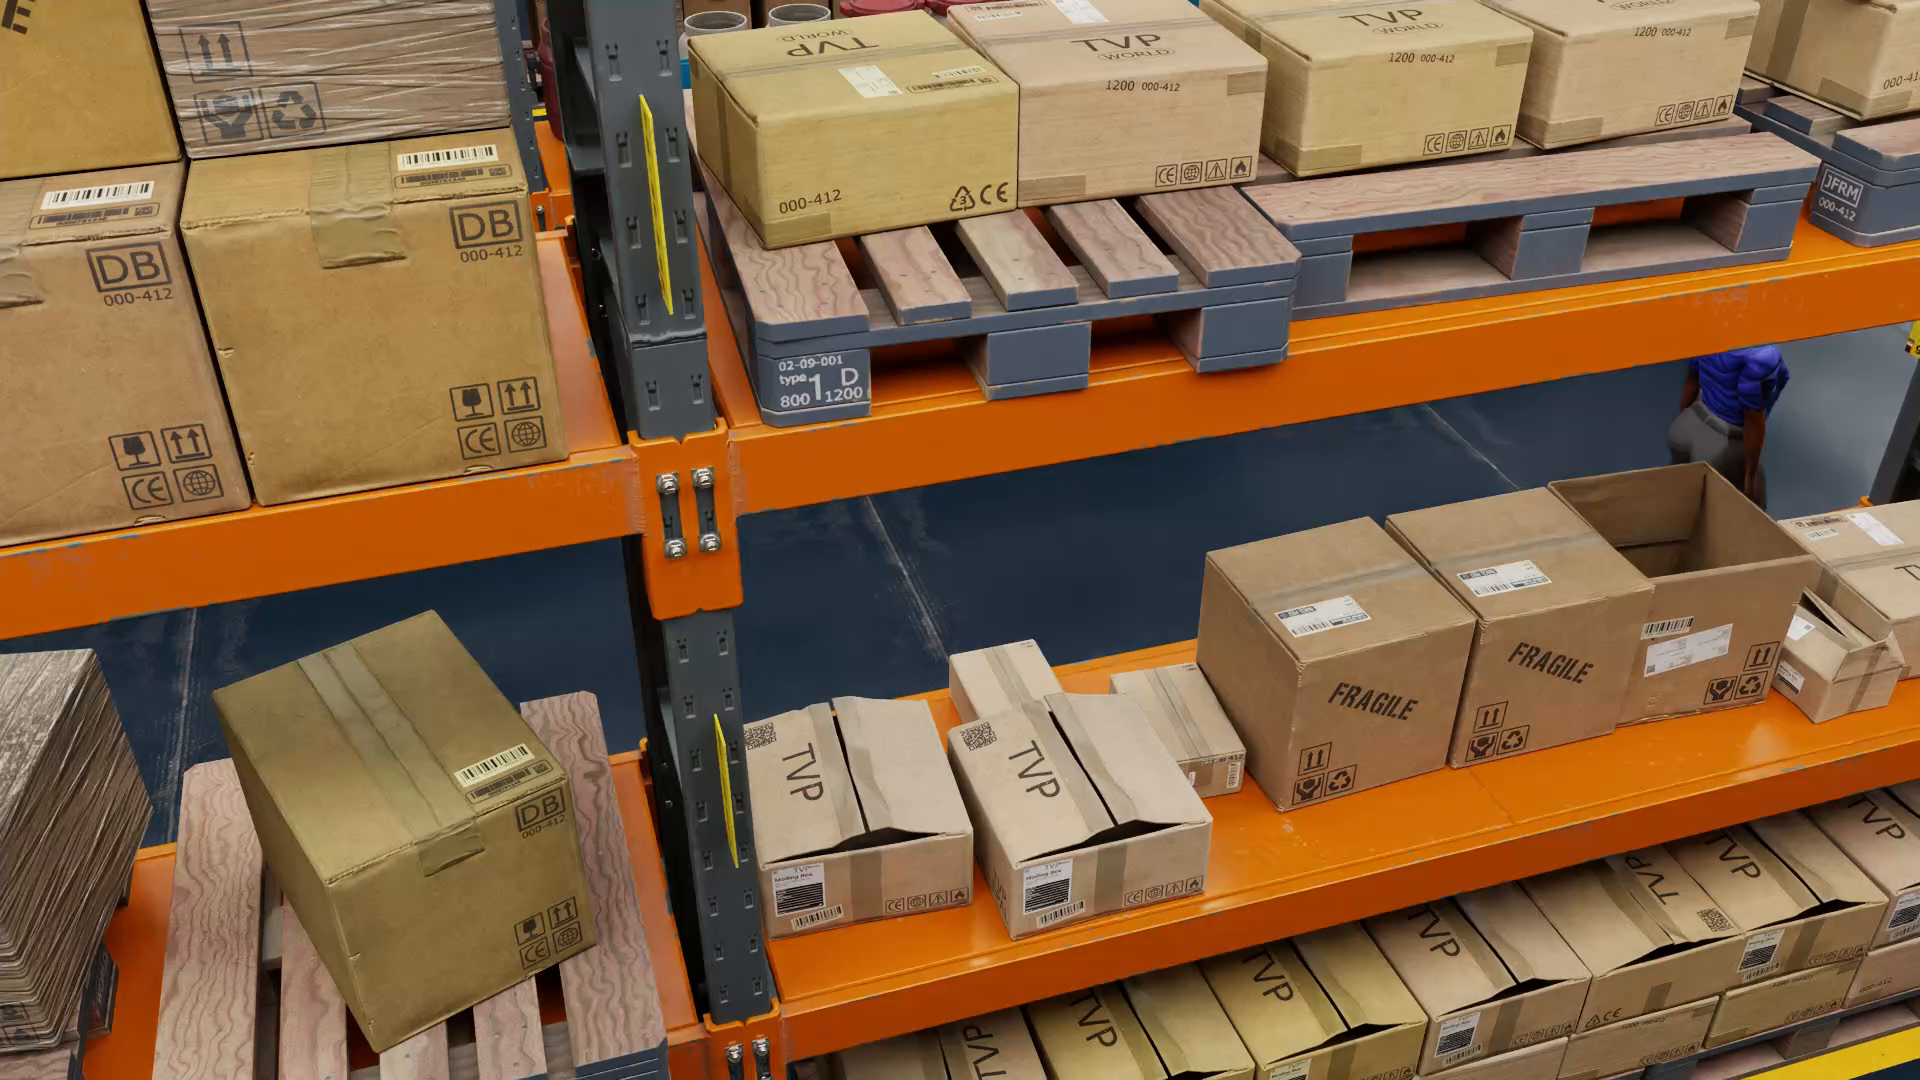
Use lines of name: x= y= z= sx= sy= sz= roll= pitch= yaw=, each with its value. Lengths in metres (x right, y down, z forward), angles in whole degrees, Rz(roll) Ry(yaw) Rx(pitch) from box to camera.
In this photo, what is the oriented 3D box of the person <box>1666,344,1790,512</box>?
person: x=2.992 y=-0.354 z=6.633 sx=0.539 sy=1.645 sz=0.474 roll=-10 pitch=35 yaw=-15
